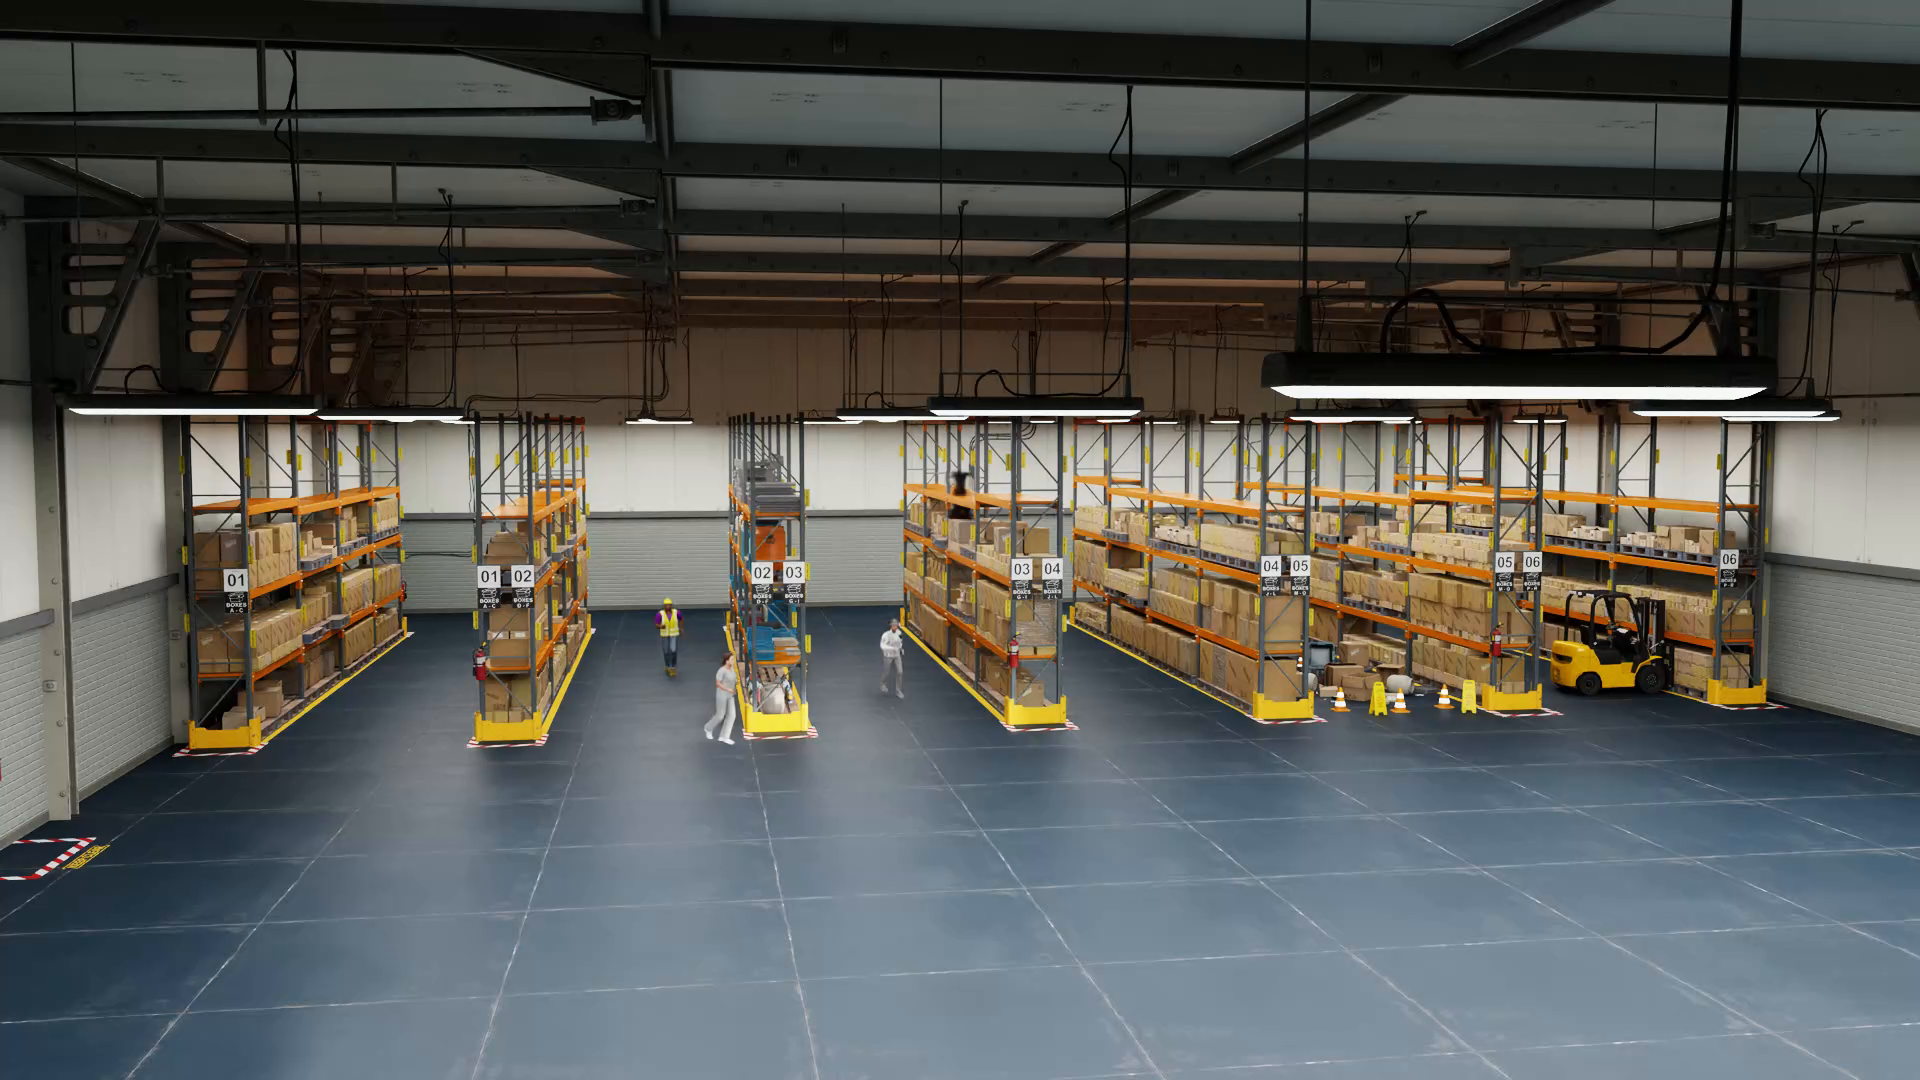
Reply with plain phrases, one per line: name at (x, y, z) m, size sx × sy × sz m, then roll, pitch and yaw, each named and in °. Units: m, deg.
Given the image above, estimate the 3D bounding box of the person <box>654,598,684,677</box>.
person at (-6.698, 2.243, 38.287) m, size 0.651 × 1.811 × 0.833 m, roll 0°, pitch 4°, yaw -5°

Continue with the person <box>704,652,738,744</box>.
person at (-4.351, 2.853, 30.267) m, size 0.751 × 1.657 × 0.567 m, roll 3°, pitch 5°, yaw 36°

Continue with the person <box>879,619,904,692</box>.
person at (-1.457, 2.439, 35.324) m, size 0.612 × 1.576 × 0.917 m, roll -2°, pitch 4°, yaw -27°
